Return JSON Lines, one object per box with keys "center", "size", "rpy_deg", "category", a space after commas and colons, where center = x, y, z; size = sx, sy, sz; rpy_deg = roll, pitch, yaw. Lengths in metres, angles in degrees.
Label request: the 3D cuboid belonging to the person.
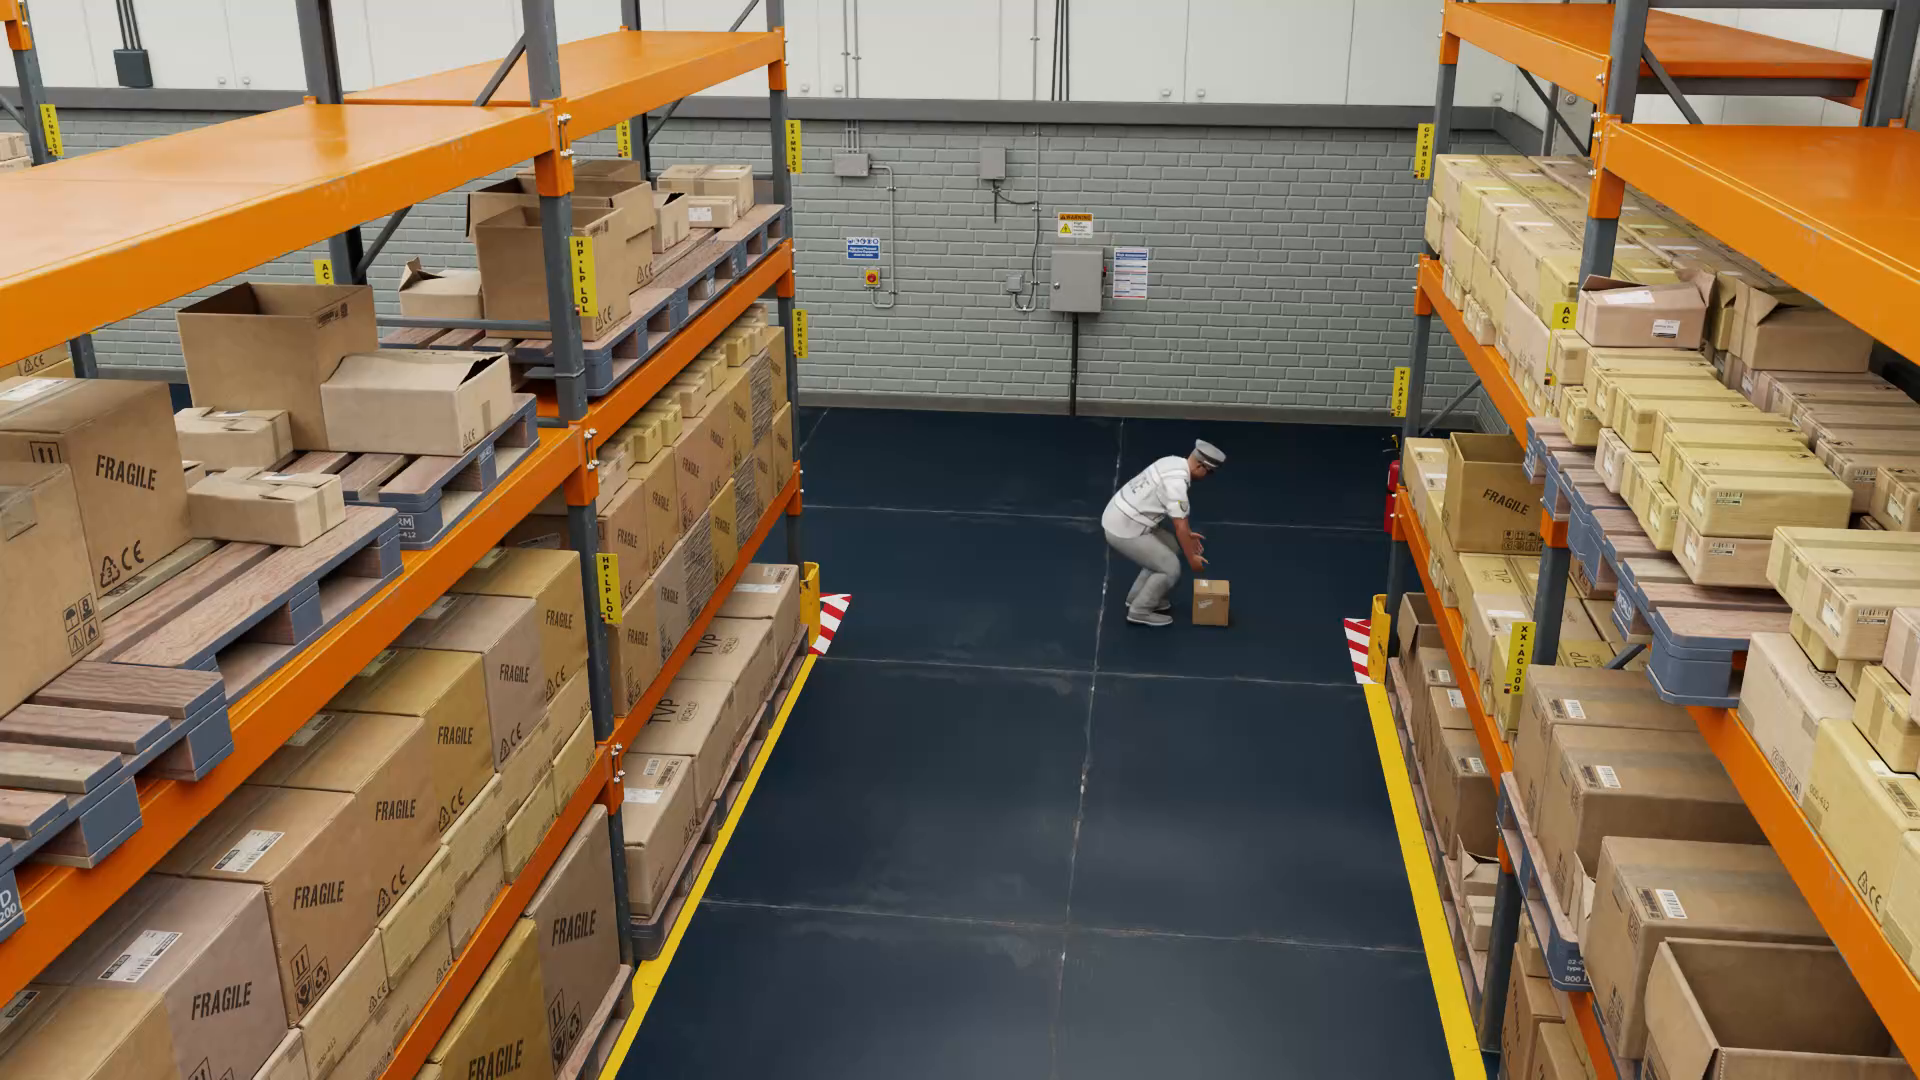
{"center": [1.438, -0.077, 11.882], "size": [0.855, 1.321, 0.588], "rpy_deg": [2, 21, 6], "category": "person"}
